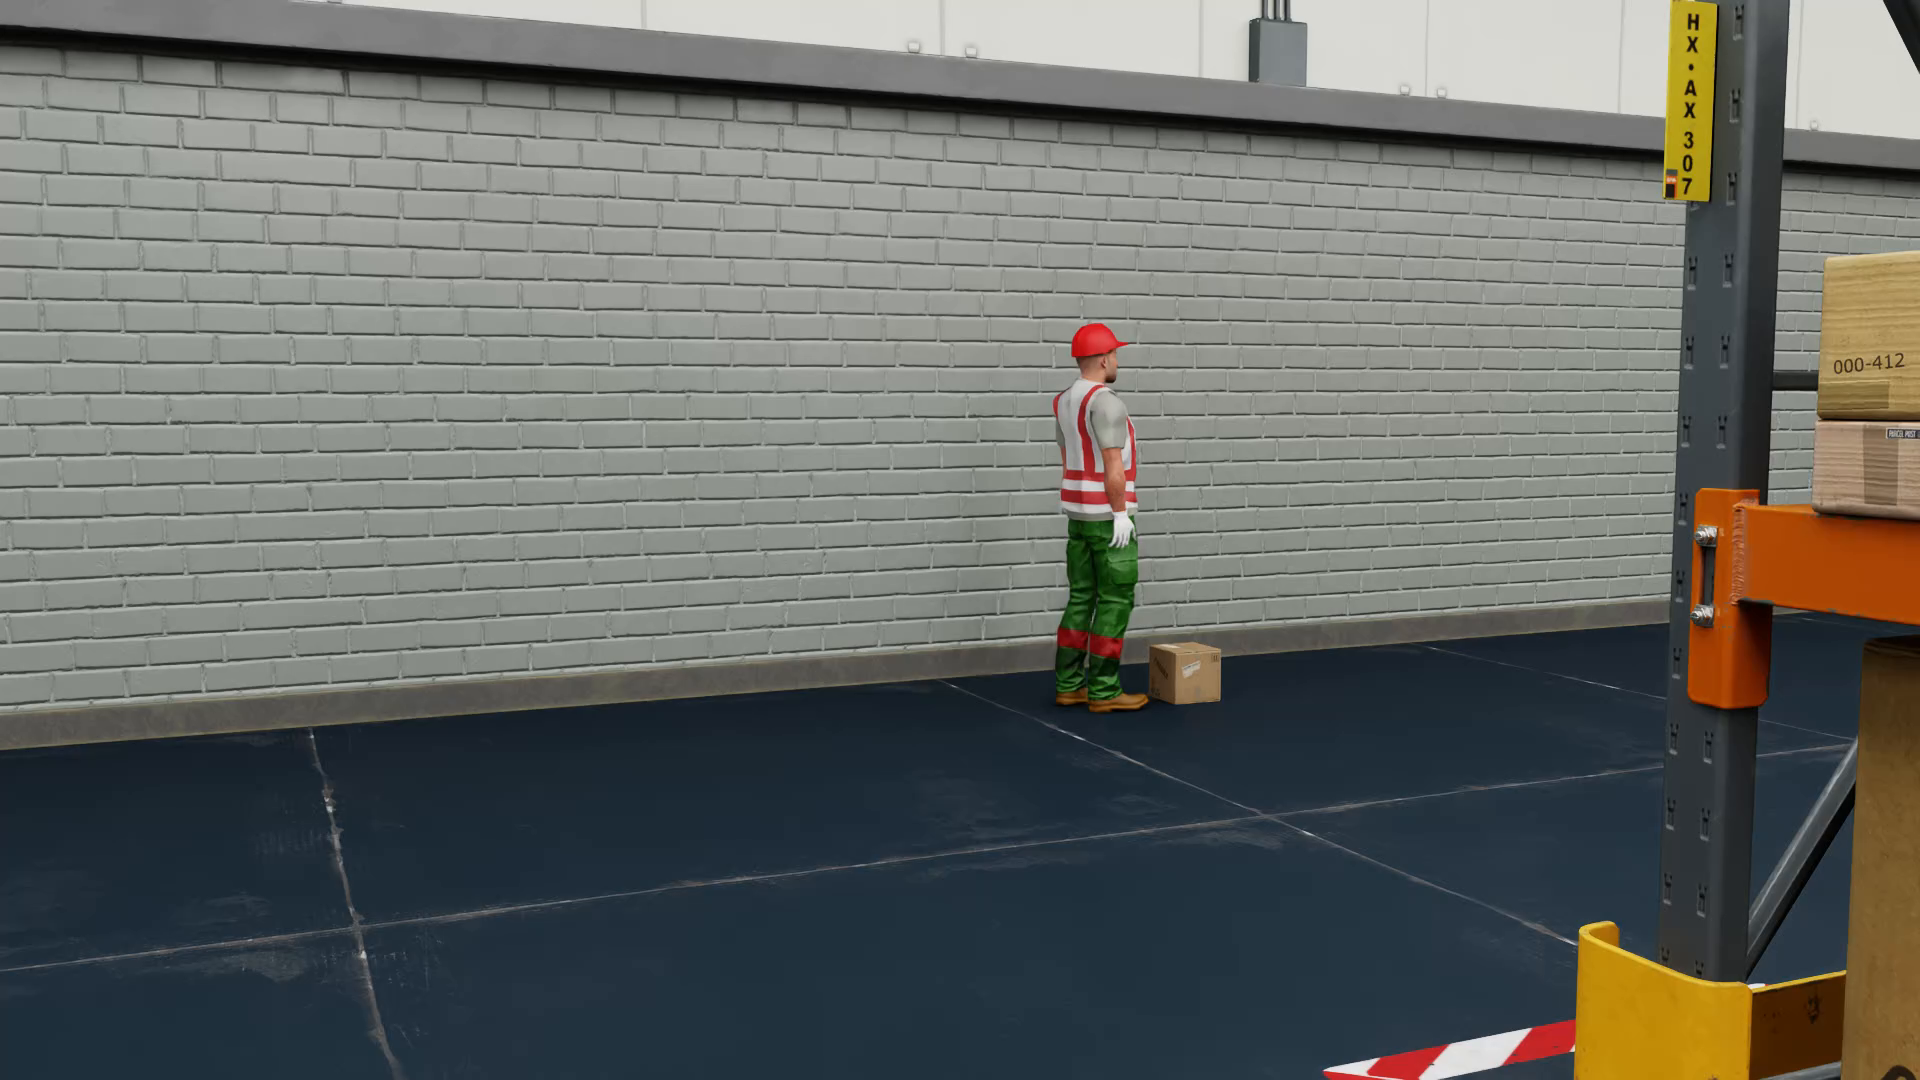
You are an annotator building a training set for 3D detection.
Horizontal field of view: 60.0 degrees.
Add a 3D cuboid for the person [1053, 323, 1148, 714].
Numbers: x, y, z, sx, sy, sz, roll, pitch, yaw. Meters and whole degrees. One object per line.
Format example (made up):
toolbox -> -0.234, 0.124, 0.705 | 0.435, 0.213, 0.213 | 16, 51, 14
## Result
person -> 0.657, -0.103, 7.736 | 0.365, 1.798, 0.523 | -2, 6, -22
